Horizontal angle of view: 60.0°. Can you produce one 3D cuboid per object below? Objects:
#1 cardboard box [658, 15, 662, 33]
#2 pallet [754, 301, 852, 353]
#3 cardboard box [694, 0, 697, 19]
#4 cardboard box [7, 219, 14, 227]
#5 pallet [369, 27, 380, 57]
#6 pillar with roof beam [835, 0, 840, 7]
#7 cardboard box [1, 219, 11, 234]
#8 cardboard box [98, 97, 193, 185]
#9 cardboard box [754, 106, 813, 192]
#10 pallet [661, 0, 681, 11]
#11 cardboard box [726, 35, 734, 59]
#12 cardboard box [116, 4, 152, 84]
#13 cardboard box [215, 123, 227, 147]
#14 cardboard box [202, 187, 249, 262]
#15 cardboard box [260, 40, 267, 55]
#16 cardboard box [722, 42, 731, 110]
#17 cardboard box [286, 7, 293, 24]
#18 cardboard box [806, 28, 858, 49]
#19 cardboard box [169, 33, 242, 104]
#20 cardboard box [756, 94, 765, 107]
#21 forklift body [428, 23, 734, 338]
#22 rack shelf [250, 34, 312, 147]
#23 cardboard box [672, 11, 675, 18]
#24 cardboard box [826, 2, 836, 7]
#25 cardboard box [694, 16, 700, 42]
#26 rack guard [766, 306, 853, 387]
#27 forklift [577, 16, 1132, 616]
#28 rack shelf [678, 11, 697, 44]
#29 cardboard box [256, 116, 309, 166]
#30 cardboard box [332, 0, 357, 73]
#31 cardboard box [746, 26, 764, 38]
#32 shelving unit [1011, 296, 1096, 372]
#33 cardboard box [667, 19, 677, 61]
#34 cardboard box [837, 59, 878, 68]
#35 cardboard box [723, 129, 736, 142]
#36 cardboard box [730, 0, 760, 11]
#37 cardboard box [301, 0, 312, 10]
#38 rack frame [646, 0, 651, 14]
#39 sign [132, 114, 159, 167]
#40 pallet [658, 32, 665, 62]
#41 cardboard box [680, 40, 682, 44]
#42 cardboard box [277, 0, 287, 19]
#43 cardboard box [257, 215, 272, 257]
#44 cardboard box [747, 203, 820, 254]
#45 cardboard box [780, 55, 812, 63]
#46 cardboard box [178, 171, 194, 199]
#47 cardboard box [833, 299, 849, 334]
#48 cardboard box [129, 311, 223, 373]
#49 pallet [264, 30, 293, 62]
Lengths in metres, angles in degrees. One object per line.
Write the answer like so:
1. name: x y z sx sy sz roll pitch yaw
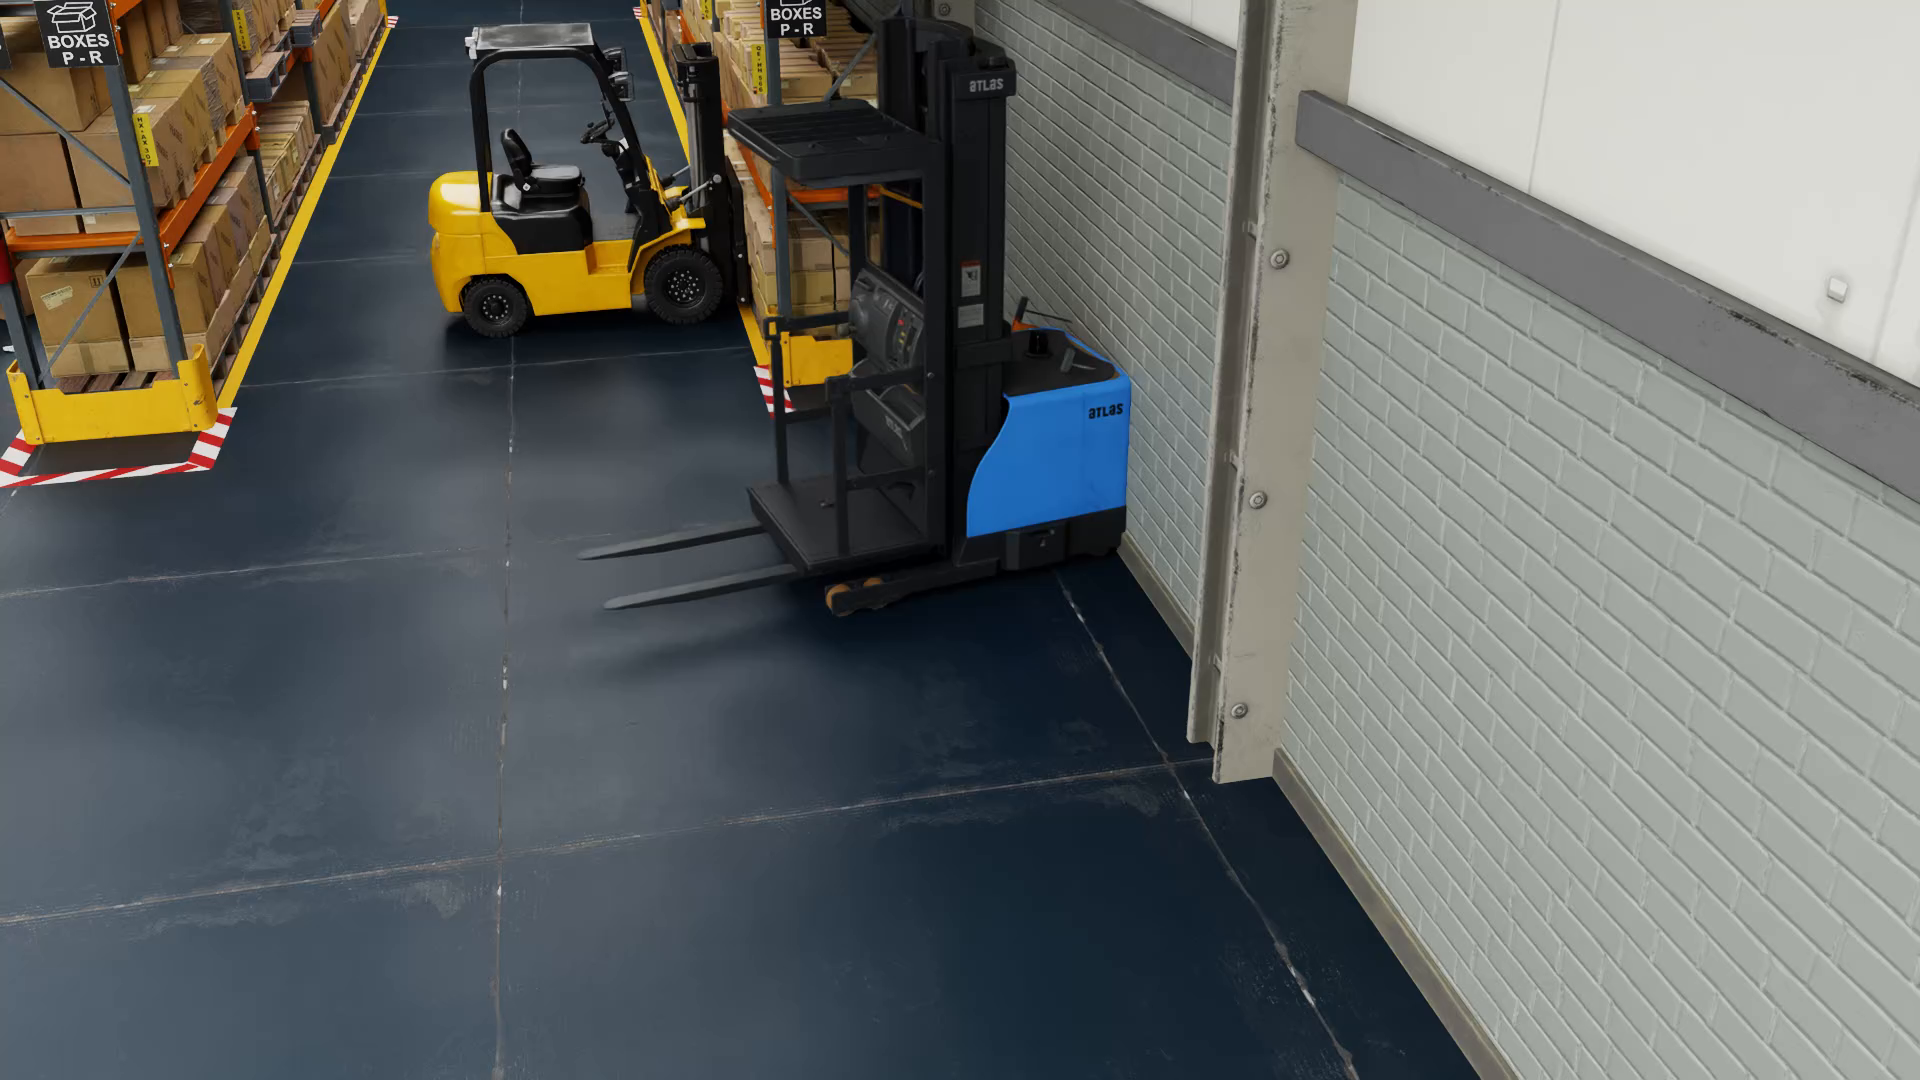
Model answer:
1. cardboard box: -4.001 -7.177 23.209 0.396 0.266 0.258 -5 27 -10
2. pallet: -1.018 -1.657 12.799 1.003 0.211 1.213 -6 27 -12
3. cardboard box: -2.394 -5.346 16.624 0.500 0.250 0.500 -6 27 -11
4. cardboard box: -6.098 -2.195 11.049 0.380 0.149 0.250 -6 27 -12
5. pallet: -8.718 -6.967 23.318 1.003 0.211 1.213 -6 27 -12
6. pillar with roof beam: -5.630 -7.843 15.302 9.100 9.000 0.400 -6 27 -12
7. cardboard box: -8.269 -2.849 14.000 0.500 0.500 0.500 -6 27 -12
8. cardboard box: -5.596 -2.706 11.340 0.500 0.500 0.500 -5 27 -10
9. cardboard box: -1.171 -2.805 11.867 0.500 0.500 0.500 -7 28 -13
10. pallet: -2.829 -6.287 19.091 1.213 0.211 1.003 -6 27 -12
11. cardboard box: -1.704 -4.038 13.590 0.380 0.149 0.250 -6 27 -12
12. cardboard box: -6.267 -3.560 11.924 0.700 0.500 0.500 -6 27 -12
13. cardboard box: -5.940 -3.153 12.947 0.380 0.149 0.250 -6 27 -12
14. cardboard box: -5.914 -2.436 13.001 0.500 0.500 0.500 -5 27 -9
15. cardboard box: -6.561 -4.515 15.180 0.380 0.149 0.250 -6 27 -11
16. cardboard box: -1.727 -3.923 14.083 0.500 0.500 0.500 -5 27 -11
17. cardboard box: -6.859 -5.205 16.545 0.380 0.149 0.250 -7 28 -14
18. cardboard box: -0.993 -3.889 12.965 0.380 0.149 0.250 -6 27 -11
19. cardboard box: -6.199 -3.829 13.565 0.500 0.500 0.500 -7 28 -13
20. cardboard box: -1.242 -3.138 11.807 0.380 0.149 0.250 -6 27 -11
21. forklift body: -3.009 -2.839 12.988 2.313 2.155 1.214 -6 27 -12
22. rack shelf: -6.992 -4.378 15.893 1.077 0.370 4.000 -6 27 -12
23. cardboard box: -3.550 -6.902 21.683 0.380 0.149 0.250 -7 28 -13
24. cardboard box: -1.251 -4.455 14.086 0.380 0.149 0.250 -6 27 -12
25. cardboard box: -2.399 -5.122 16.734 0.500 0.250 0.500 -5 27 -10
26. rack guard: -0.799 -1.444 12.057 1.175 0.500 0.348 -6 27 -12
27. forklift: -0.580 -1.170 8.815 3.031 2.935 1.130 -11 29 -21
28. rack shelf: -2.157 -4.884 16.895 1.077 0.370 4.000 -6 27 -12
29. cardboard box: -7.151 -4.019 16.834 0.950 0.372 0.625 -6 27 -13
30. cardboard box: -8.127 -6.308 20.810 0.875 0.875 0.875 -5 27 -10
31. cardboard box: -1.482 -3.959 13.103 0.380 0.149 0.250 -6 27 -11
32. shelving unit: 0.551 -0.710 9.836 0.538 1.125 1.048 11 21 -18
33. cardboard box: -3.490 -6.442 21.493 0.500 0.500 0.500 -6 27 -12
34. cardboard box: -0.671 -3.330 11.857 0.380 0.149 0.250 -5 27 -10
35. cardboard box: -1.903 -3.489 14.809 0.500 0.250 0.500 -6 27 -12
36. cardboard box: -1.759 -4.520 14.215 0.380 0.149 0.250 -6 27 -11
37. cardboard box: -7.308 -5.750 17.980 0.500 0.250 0.500 -6 27 -12
38. rack frame: -4.411 -9.595 25.430 1.000 3.000 0.127 -6 27 -12
39. sign: -5.111 -2.507 10.427 0.100 0.325 0.005 -6 27 -12
40. pallet: -3.663 -6.895 23.177 1.003 0.211 1.213 -6 27 -12
41. cardboard box: -3.057 -5.752 19.405 0.380 0.149 0.250 -7 28 -14
42. cardboard box: -6.827 -5.323 16.061 0.500 0.500 0.500 -8 28 -15
43. cardboard box: -6.146 -2.549 14.056 0.500 0.250 0.500 -5 27 -9
44. cardboard box: -1.333 -2.371 12.595 0.500 0.250 0.500 -5 27 -11
45. cardboard box: -1.262 -3.391 11.978 0.380 0.149 0.250 -5 27 -10
46. cardboard box: -5.579 -2.473 11.600 0.380 0.149 0.250 -6 27 -11
47. cardboard box: -0.725 -1.766 12.506 0.500 0.250 0.500 -6 27 -11
48. cardboard box: -5.552 -1.407 11.794 0.500 0.250 0.500 -6 27 -12
49. pallet: -6.957 -4.627 15.800 1.003 0.211 1.213 -6 27 -12
